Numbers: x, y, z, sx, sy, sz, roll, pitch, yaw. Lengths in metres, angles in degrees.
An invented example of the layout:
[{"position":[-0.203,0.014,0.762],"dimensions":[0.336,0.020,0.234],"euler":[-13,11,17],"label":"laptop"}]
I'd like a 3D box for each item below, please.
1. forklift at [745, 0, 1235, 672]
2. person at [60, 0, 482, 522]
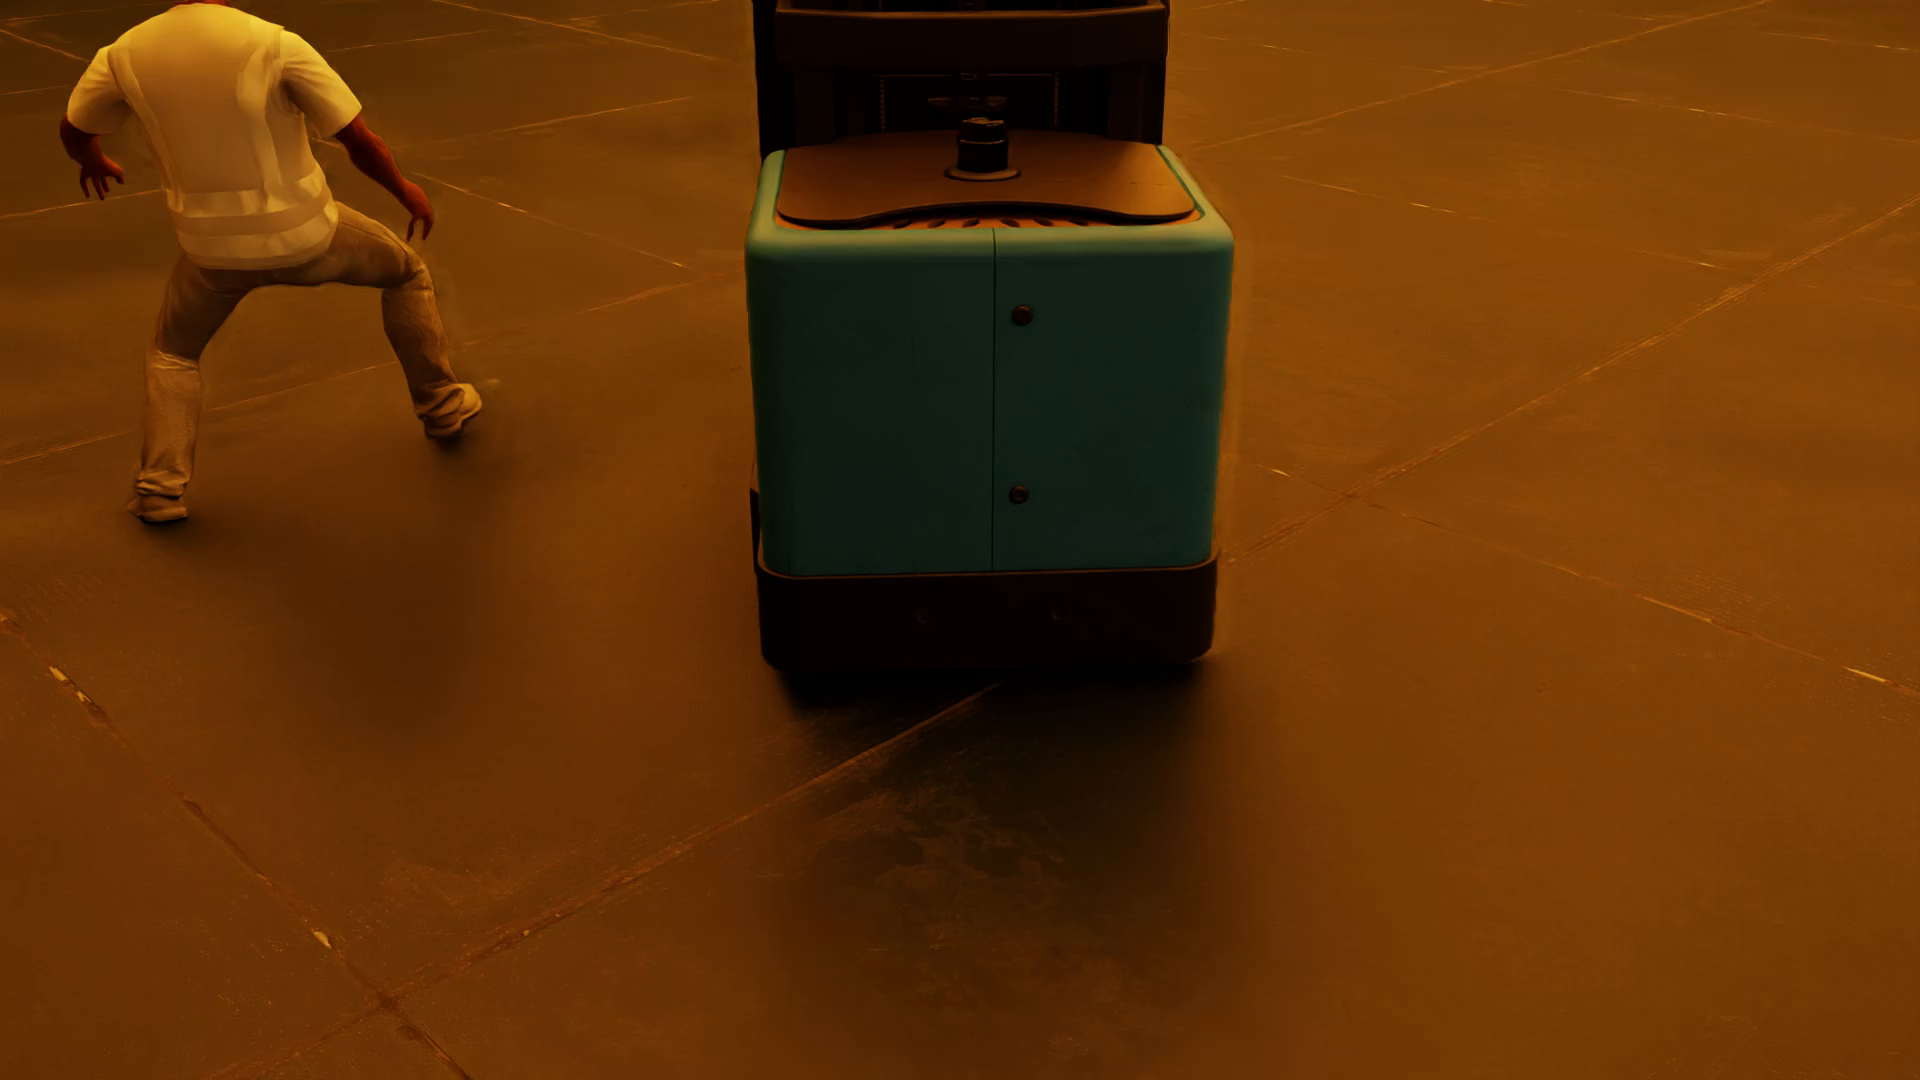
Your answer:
[{"position":[-0.011,-1.627,4.531],"dimensions":[1.130,2.935,3.031],"euler":[-1,26,-3],"label":"forklift"},{"position":[-2.010,-0.910,4.643],"dimensions":[1.021,1.643,0.825],"euler":[-1,26,-2],"label":"person"}]
